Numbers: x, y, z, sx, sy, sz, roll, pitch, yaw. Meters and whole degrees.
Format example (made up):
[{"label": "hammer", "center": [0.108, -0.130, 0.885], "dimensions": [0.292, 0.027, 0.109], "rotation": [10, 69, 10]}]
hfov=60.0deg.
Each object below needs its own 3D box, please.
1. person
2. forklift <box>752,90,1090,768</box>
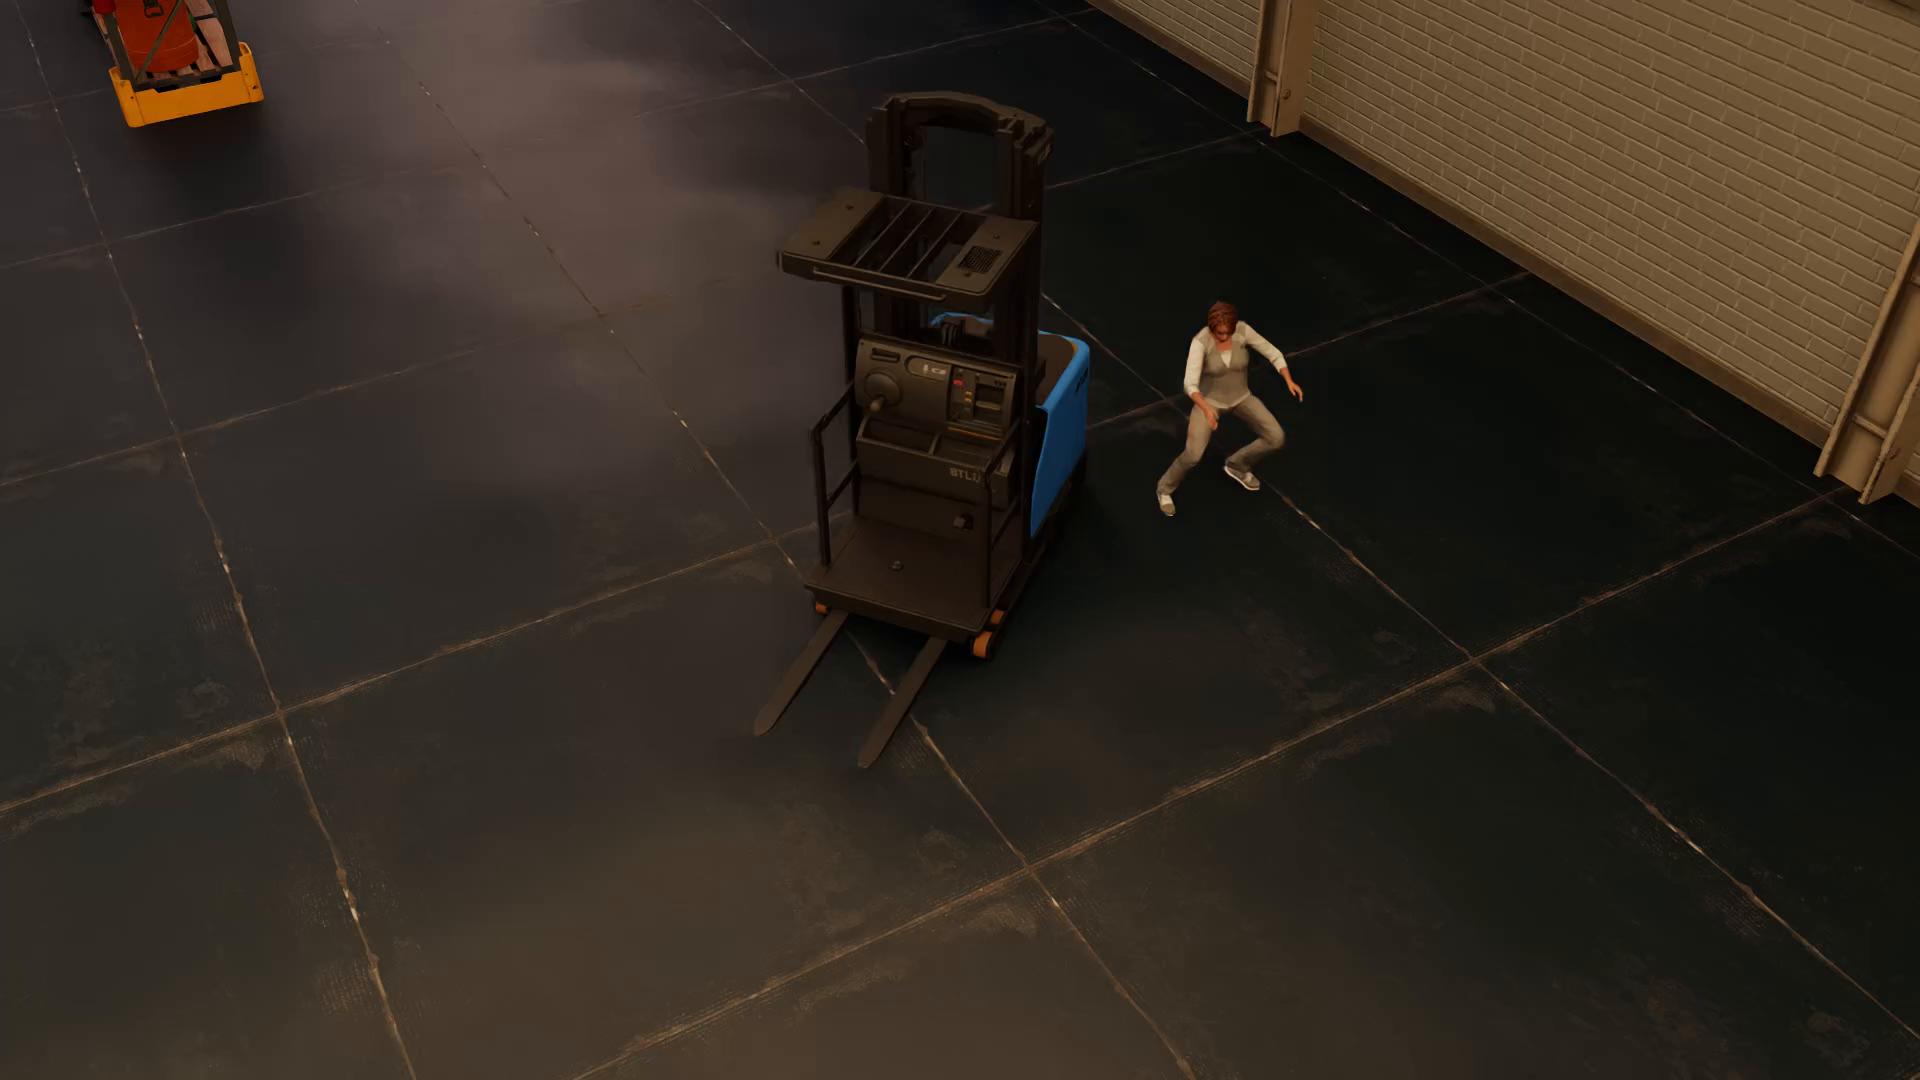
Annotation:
[{"label": "person", "center": [1.652, -0.777, 10.193], "dimensions": [0.797, 1.422, 0.694], "rotation": [-6, 40, -7]}, {"label": "forklift", "center": [-0.217, -0.757, 8.949], "dimensions": [1.130, 2.935, 3.031], "rotation": [15, 42, 17]}]
